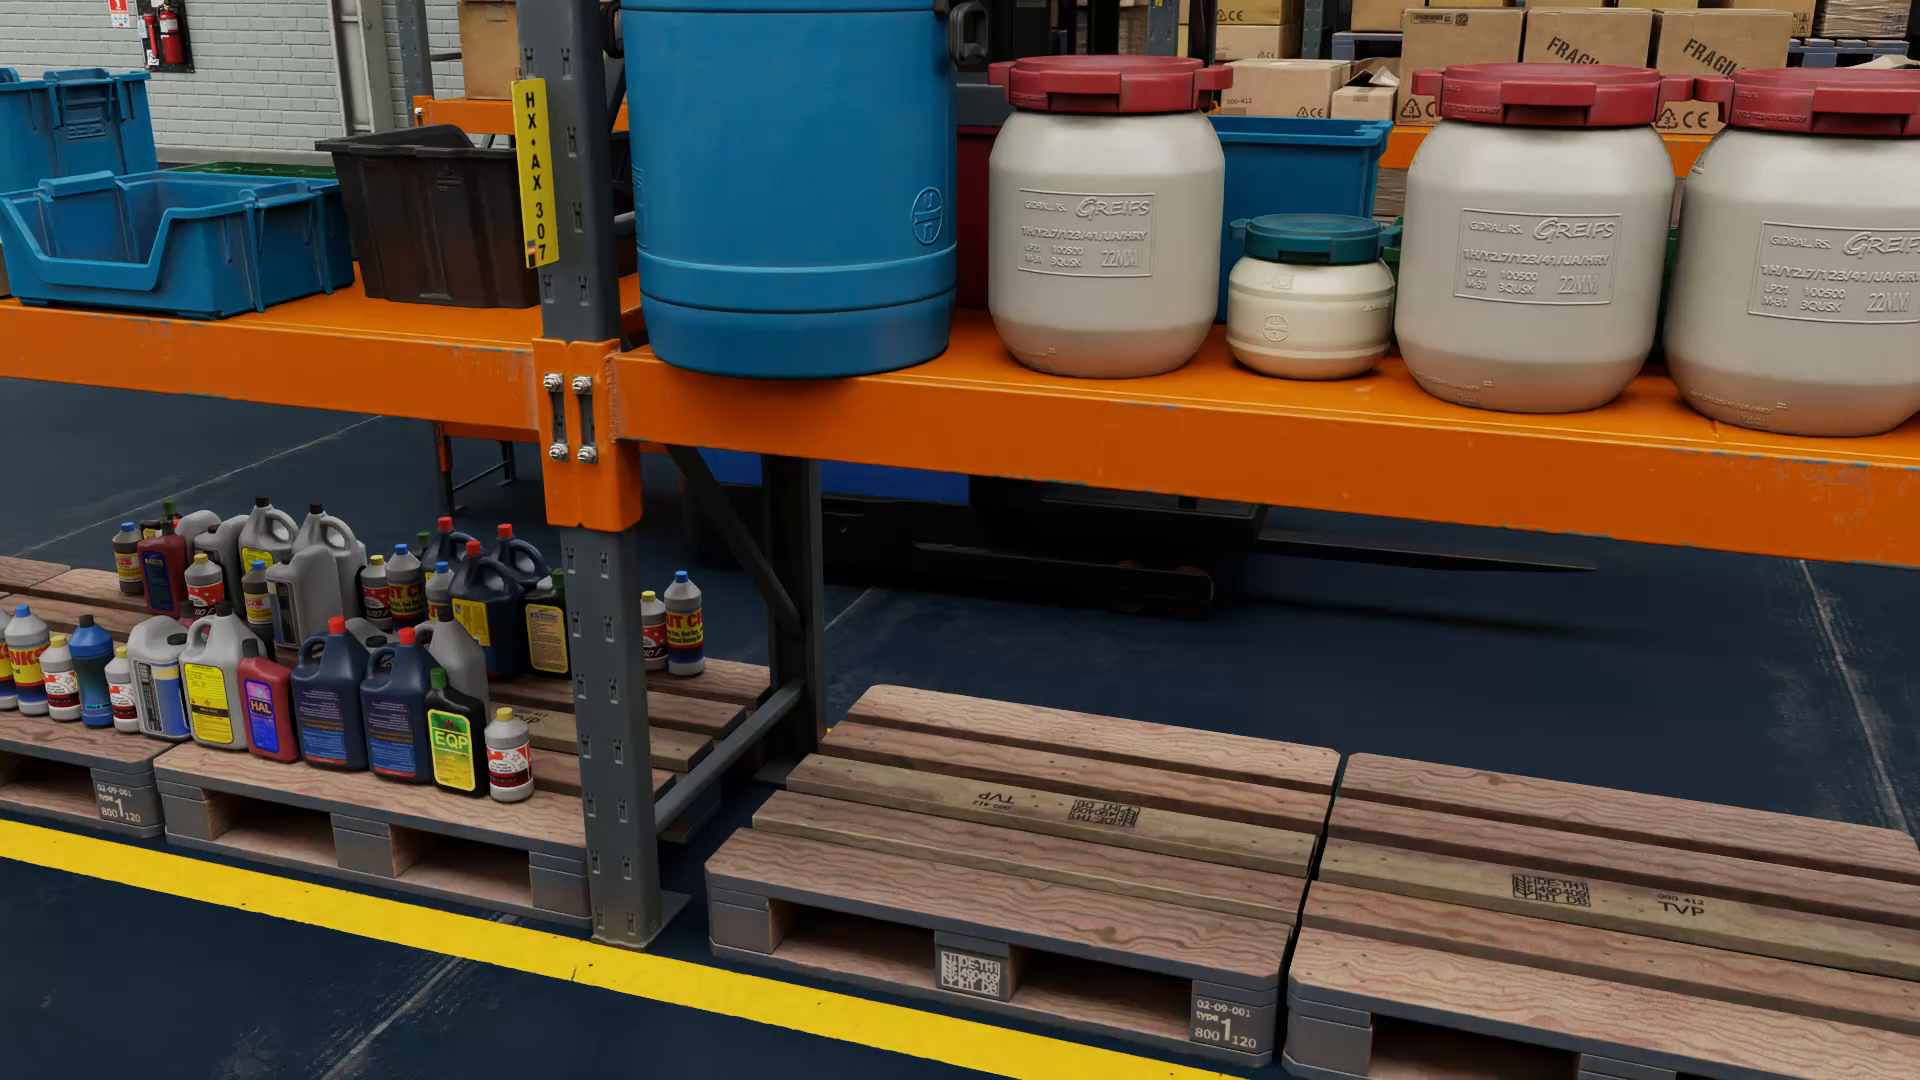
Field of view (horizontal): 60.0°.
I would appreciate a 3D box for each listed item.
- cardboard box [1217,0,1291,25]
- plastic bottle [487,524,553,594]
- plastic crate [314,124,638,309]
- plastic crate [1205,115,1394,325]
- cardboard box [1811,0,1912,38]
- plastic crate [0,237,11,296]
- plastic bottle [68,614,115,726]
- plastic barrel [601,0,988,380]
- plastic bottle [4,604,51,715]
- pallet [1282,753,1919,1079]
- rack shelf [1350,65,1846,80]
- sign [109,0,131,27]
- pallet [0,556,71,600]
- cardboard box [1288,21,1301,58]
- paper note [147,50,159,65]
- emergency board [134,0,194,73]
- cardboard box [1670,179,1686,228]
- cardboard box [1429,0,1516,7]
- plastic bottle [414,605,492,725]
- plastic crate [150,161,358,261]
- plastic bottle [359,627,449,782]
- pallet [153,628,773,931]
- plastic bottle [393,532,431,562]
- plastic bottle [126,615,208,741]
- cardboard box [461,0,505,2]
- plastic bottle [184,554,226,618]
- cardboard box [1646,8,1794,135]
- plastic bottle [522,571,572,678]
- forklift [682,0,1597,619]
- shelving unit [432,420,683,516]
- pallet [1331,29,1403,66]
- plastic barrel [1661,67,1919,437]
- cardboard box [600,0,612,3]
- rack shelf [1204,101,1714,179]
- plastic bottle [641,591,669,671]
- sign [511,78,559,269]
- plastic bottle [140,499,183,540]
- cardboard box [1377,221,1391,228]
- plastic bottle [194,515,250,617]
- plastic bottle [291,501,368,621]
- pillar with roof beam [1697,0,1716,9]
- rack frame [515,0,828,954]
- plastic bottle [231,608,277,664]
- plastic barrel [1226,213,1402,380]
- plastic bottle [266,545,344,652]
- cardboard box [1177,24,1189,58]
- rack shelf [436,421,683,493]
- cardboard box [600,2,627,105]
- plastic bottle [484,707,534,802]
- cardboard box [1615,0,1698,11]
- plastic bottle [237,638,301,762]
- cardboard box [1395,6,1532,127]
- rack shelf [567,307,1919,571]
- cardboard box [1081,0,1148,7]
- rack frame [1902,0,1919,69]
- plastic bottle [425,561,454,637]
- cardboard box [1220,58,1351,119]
[{"bbox_3d":[2.133,-4.024,12.122,0.500,0.500,0.500,6,20,18],"label":"cardboard box"},{"bbox_3d":[-1.196,0.131,4.500,0.185,0.351,0.144,7,20,20],"label":"plastic bottle"},{"bbox_3d":[-1.023,-0.763,3.802,0.504,0.338,0.767,7,20,18],"label":"plastic crate"},{"bbox_3d":[0.574,-0.666,3.454,0.575,0.384,0.392,7,20,18],"label":"plastic crate"},{"bbox_3d":[6.012,-3.647,11.161,0.500,0.500,0.700,4,20,12],"label":"cardboard box"},{"bbox_3d":[-2.187,-0.668,3.837,0.437,0.136,0.530,7,20,18],"label":"plastic crate"},{"bbox_3d":[-2.128,0.315,4.092,0.097,0.271,0.097,0,19,0],"label":"plastic bottle"},{"bbox_3d":[-0.304,-0.797,3.044,0.708,0.901,0.600,7,20,18],"label":"plastic barrel"},{"bbox_3d":[-2.320,0.293,4.155,0.097,0.271,0.097,0,19,0],"label":"plastic bottle"},{"bbox_3d":[1.341,0.825,3.390,1.213,0.211,1.003,7,20,18],"label":"pallet"},{"bbox_3d":[4.570,-3.221,11.852,4.000,0.370,1.077,7,20,18],"label":"rack shelf"},{"bbox_3d":[-8.630,-5.437,17.064,0.234,0.329,0.001,7,20,18],"label":"sign"},{"bbox_3d":[-3.496,0.272,4.976,1.213,0.211,1.003,7,20,18],"label":"pallet"},{"bbox_3d":[2.308,-3.833,12.711,0.500,0.250,0.500,7,20,19],"label":"cardboard box"},{"bbox_3d":[-8.286,-4.953,17.068,0.142,0.148,0.016,7,20,18],"label":"paper note"},{"bbox_3d":[-8.142,-5.329,16.806,0.643,1.169,0.194,7,20,18],"label":"emergency board"},{"bbox_3d":[5.314,-2.525,11.892,0.500,0.500,0.700,6,20,18],"label":"cardboard box"},{"bbox_3d":[3.676,-3.903,11.896,0.500,0.500,0.700,9,21,24],"label":"cardboard box"},{"bbox_3d":[-1.226,0.322,3.951,0.185,0.351,0.144,7,20,18],"label":"plastic bottle"},{"bbox_3d":[-1.760,-0.830,4.223,0.662,0.188,0.450,7,20,18],"label":"plastic crate"},{"bbox_3d":[-1.273,0.367,3.822,0.185,0.351,0.144,6,20,17],"label":"plastic bottle"},{"bbox_3d":[-1.191,0.535,4.220,1.213,0.211,1.003,7,20,18],"label":"pallet"},{"bbox_3d":[-1.517,0.111,4.658,0.133,0.283,0.061,7,21,20],"label":"plastic bottle"},{"bbox_3d":[-1.911,0.328,4.048,0.135,0.276,0.152,7,20,19],"label":"plastic bottle"},{"bbox_3d":[-2.419,-2.912,8.736,0.250,0.149,0.380,6,20,18],"label":"cardboard box"},{"bbox_3d":[-2.133,0.139,4.703,0.097,0.201,0.097,0,19,0],"label":"plastic bottle"},{"bbox_3d":[3.247,-2.027,7.183,0.500,0.500,0.500,5,20,15],"label":"cardboard box"},{"bbox_3d":[-1.076,0.215,4.361,0.133,0.283,0.061,7,20,18],"label":"plastic bottle"},{"bbox_3d":[0.605,-1.326,5.429,3.031,2.935,1.130,5,20,15],"label":"forklift"},{"bbox_3d":[-1.406,-0.658,6.254,1.048,1.125,0.538,5,20,15],"label":"shelving unit"},{"bbox_3d":[3.355,-3.558,12.018,1.213,0.211,1.003,7,20,18],"label":"pallet"},{"bbox_3d":[1.364,-0.463,2.640,0.433,0.535,0.433,0,19,0],"label":"plastic barrel"},{"bbox_3d":[-1.696,-2.829,8.498,0.250,0.149,0.380,6,20,17],"label":"cardboard box"},{"bbox_3d":[2.948,-1.680,7.432,4.000,0.370,1.077,7,20,18],"label":"rack shelf"},{"bbox_3d":[-0.823,0.236,4.426,0.097,0.201,0.097,0,19,0],"label":"plastic bottle"},{"bbox_3d":[-0.761,-0.657,2.983,0.005,0.325,0.100,7,20,18],"label":"sign"},{"bbox_3d":[-2.353,0.016,4.932,0.133,0.283,0.061,7,20,19],"label":"plastic bottle"},{"bbox_3d":[2.029,-1.392,8.199,0.500,0.311,0.500,7,20,20],"label":"cardboard box"},{"bbox_3d":[-2.110,0.063,4.808,0.135,0.276,0.152,6,20,17],"label":"plastic bottle"},{"bbox_3d":[-1.776,0.064,4.690,0.185,0.351,0.144,6,20,18],"label":"plastic bottle"},{"bbox_3d":[4.103,-5.248,7.460,0.400,9.000,9.100,7,20,18],"label":"pillar with roof beam"},{"bbox_3d":[-0.570,-0.696,3.516,0.127,3.000,1.000,7,20,18],"label":"rack frame"},{"bbox_3d":[-1.750,0.309,4.092,0.133,0.283,0.061,7,20,18],"label":"plastic bottle"},{"bbox_3d":[0.630,-0.440,2.992,0.301,0.262,0.301,0,19,0],"label":"plastic barrel"},{"bbox_3d":[-1.801,0.149,4.563,0.135,0.276,0.152,7,20,18],"label":"plastic bottle"},{"bbox_3d":[1.666,-3.728,12.413,0.500,0.250,0.500,7,20,18],"label":"cardboard box"},{"bbox_3d":[-1.406,-0.427,6.334,1.000,0.278,0.538,5,20,15],"label":"rack shelf"},{"bbox_3d":[-1.785,-2.605,8.842,0.500,0.500,0.700,7,20,19],"label":"cardboard box"},{"bbox_3d":[-1.015,0.475,3.739,0.097,0.201,0.097,0,19,0],"label":"plastic bottle"},{"bbox_3d":[4.828,-3.775,11.528,0.500,0.500,0.700,7,20,18],"label":"cardboard box"},{"bbox_3d":[-1.622,0.373,3.906,0.133,0.283,0.061,8,21,22],"label":"plastic bottle"},{"bbox_3d":[2.277,-2.138,7.501,0.500,0.500,0.500,8,21,22],"label":"cardboard box"},{"bbox_3d":[1.319,-0.140,3.015,4.000,0.370,1.077,7,20,18],"label":"rack shelf"},{"bbox_3d":[0.732,-2.552,7.703,0.250,0.149,0.380,7,20,18],"label":"cardboard box"},{"bbox_3d":[6.460,-3.344,11.113,0.127,3.000,1.000,7,20,18],"label":"rack frame"},{"bbox_3d":[-1.373,0.190,4.450,0.097,0.271,0.097,0,19,0],"label":"plastic bottle"},{"bbox_3d":[1.539,-2.125,7.844,0.500,0.250,0.500,8,21,21],"label":"cardboard box"}]
